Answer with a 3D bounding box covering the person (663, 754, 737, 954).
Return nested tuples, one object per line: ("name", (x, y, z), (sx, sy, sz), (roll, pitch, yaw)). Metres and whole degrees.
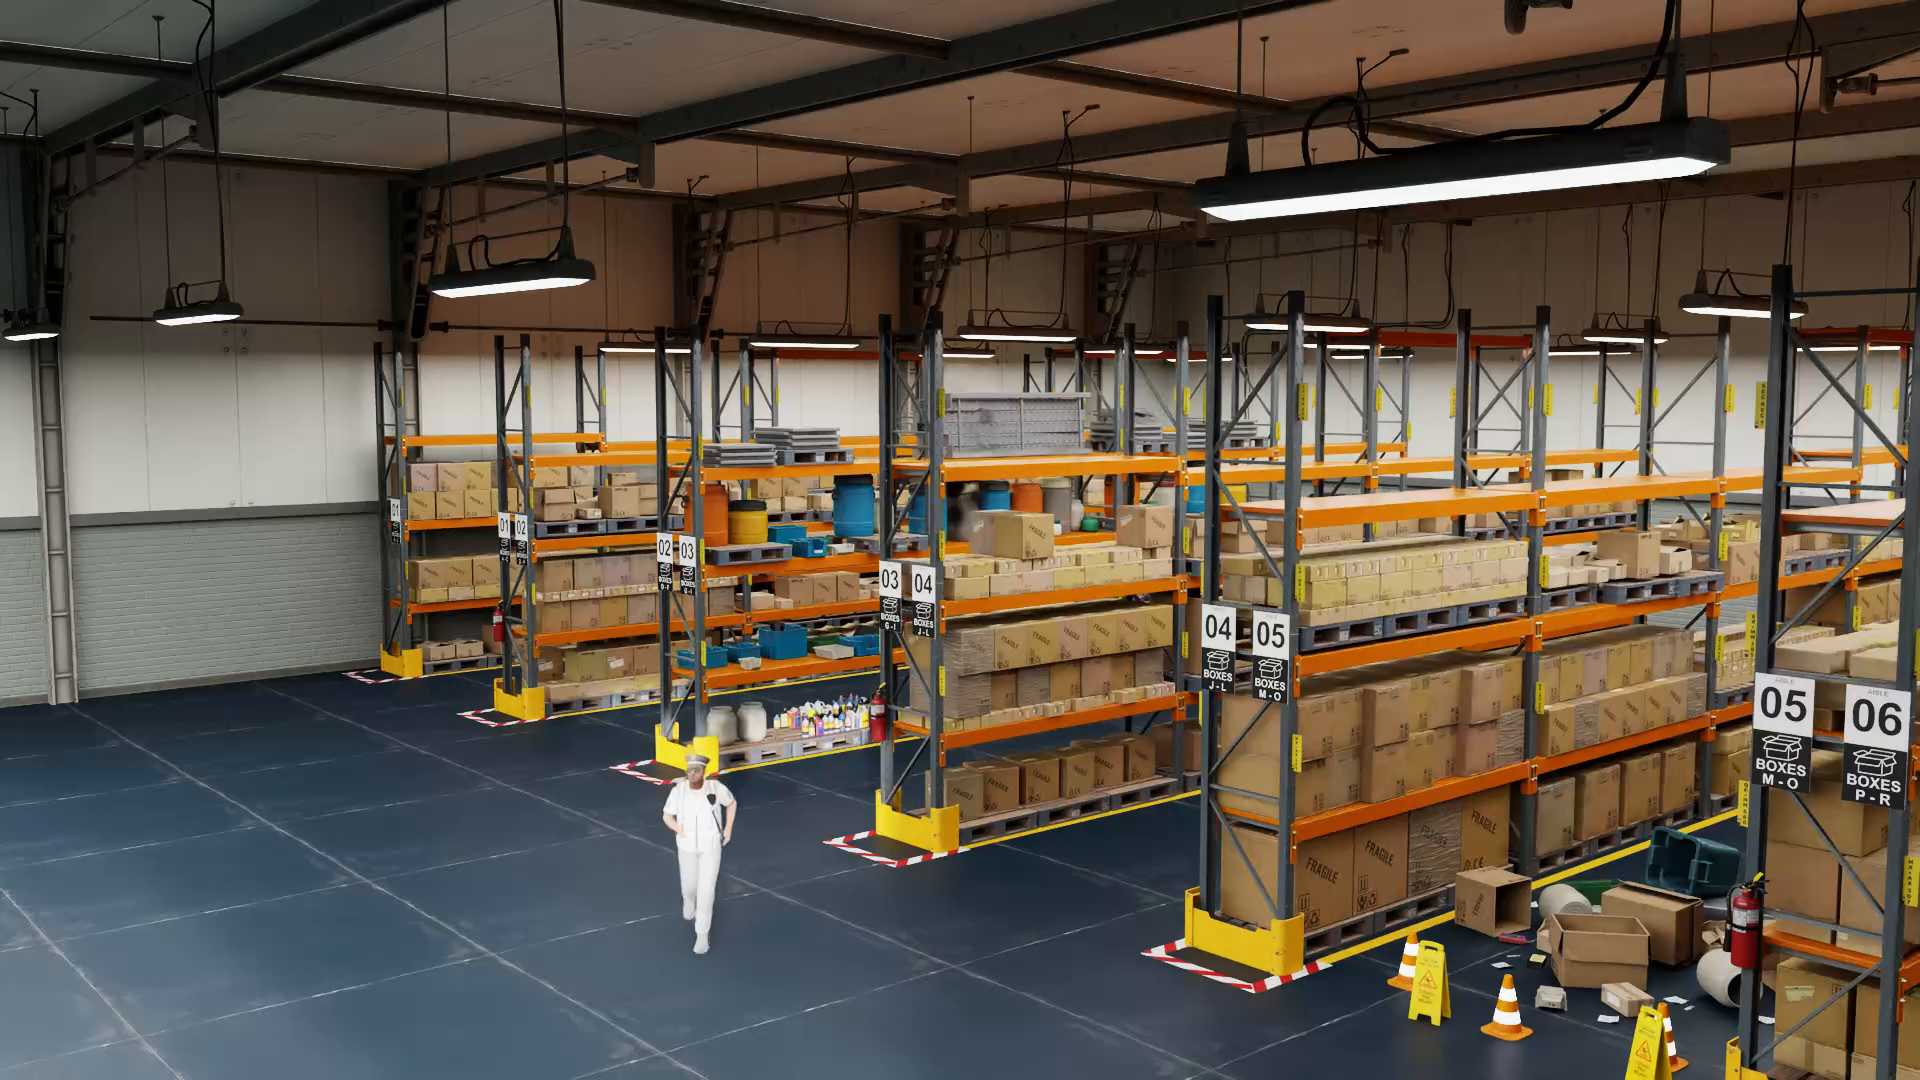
("person", (-2.448, 2.865, 15.630), (0.658, 1.799, 0.966), (0, 5, -1))
